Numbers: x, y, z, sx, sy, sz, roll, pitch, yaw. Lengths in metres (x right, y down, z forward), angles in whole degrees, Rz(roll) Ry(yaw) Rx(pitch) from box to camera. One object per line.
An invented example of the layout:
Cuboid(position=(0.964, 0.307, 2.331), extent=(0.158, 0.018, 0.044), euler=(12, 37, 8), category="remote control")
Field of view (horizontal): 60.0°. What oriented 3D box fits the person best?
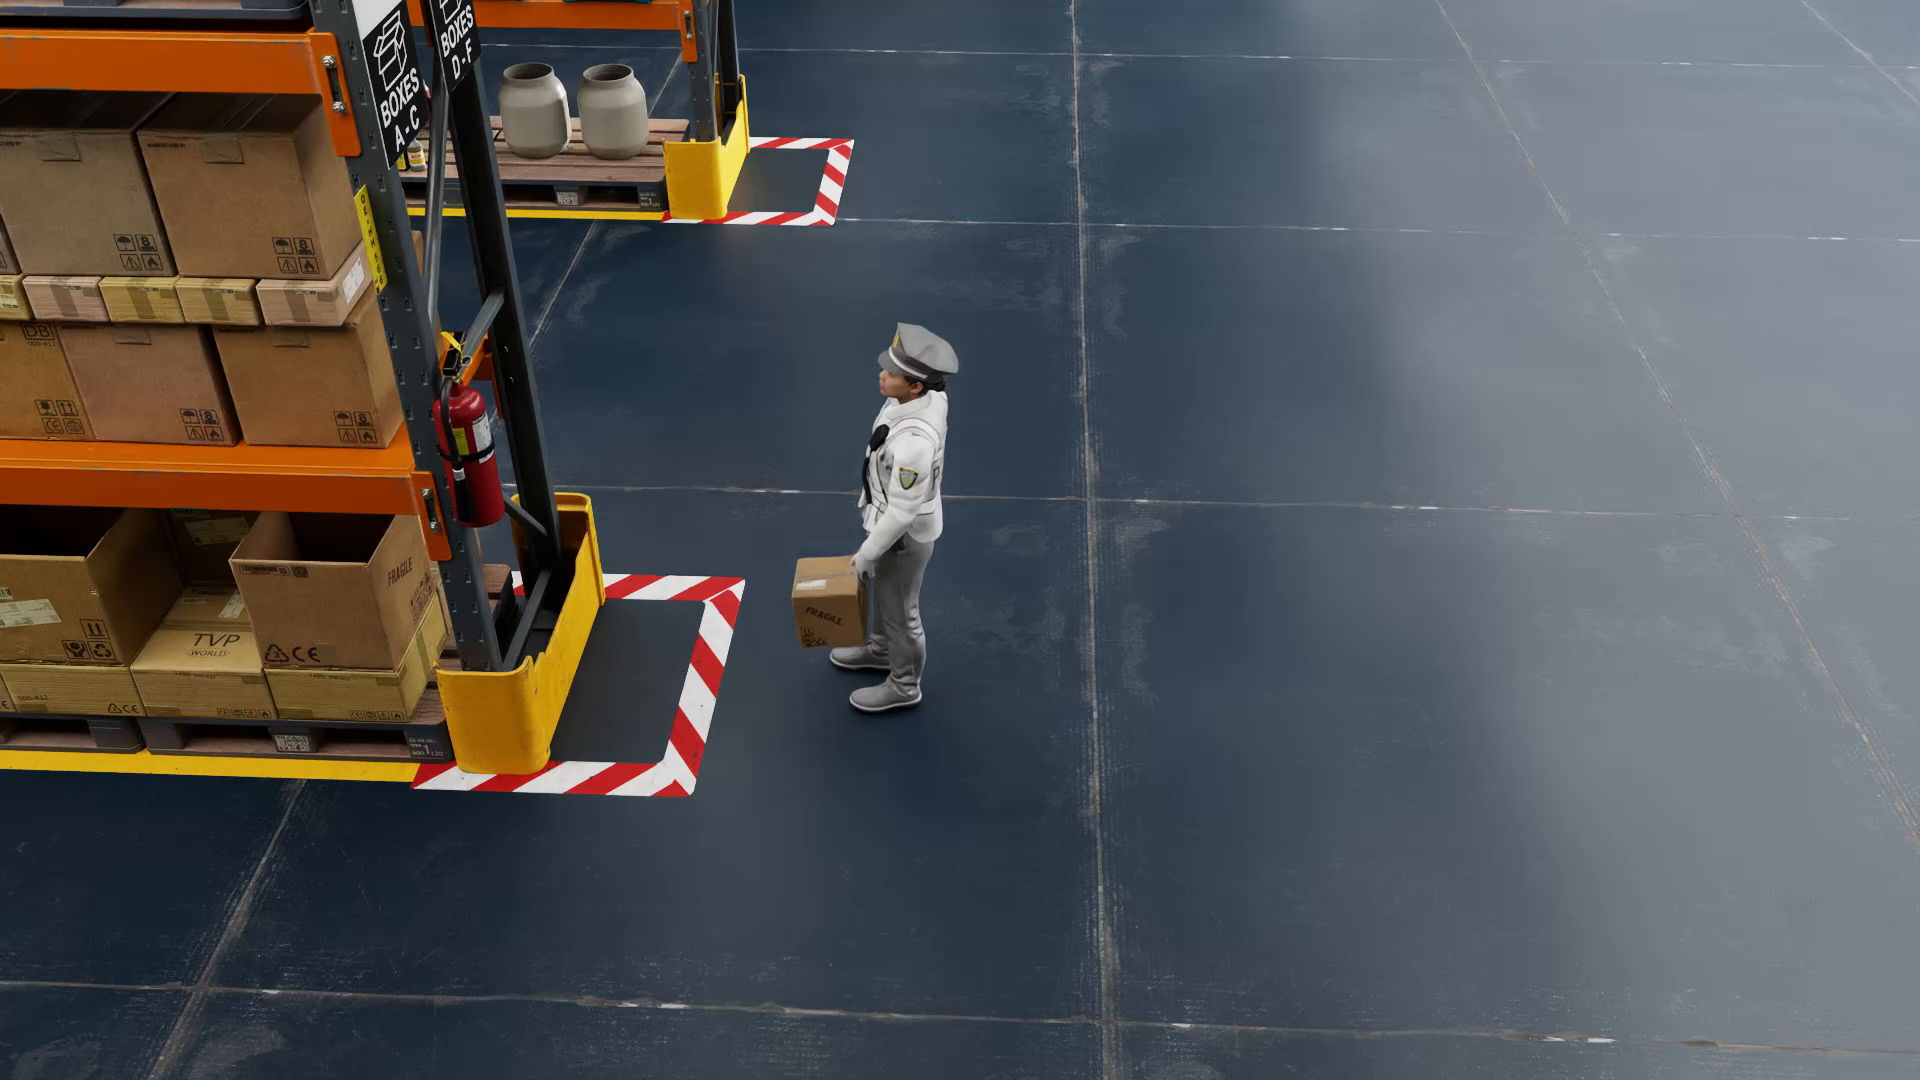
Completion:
Cuboid(position=(-0.274, -0.057, 6.182), extent=(0.542, 1.697, 0.558), euler=(1, 36, 2), category="person")
